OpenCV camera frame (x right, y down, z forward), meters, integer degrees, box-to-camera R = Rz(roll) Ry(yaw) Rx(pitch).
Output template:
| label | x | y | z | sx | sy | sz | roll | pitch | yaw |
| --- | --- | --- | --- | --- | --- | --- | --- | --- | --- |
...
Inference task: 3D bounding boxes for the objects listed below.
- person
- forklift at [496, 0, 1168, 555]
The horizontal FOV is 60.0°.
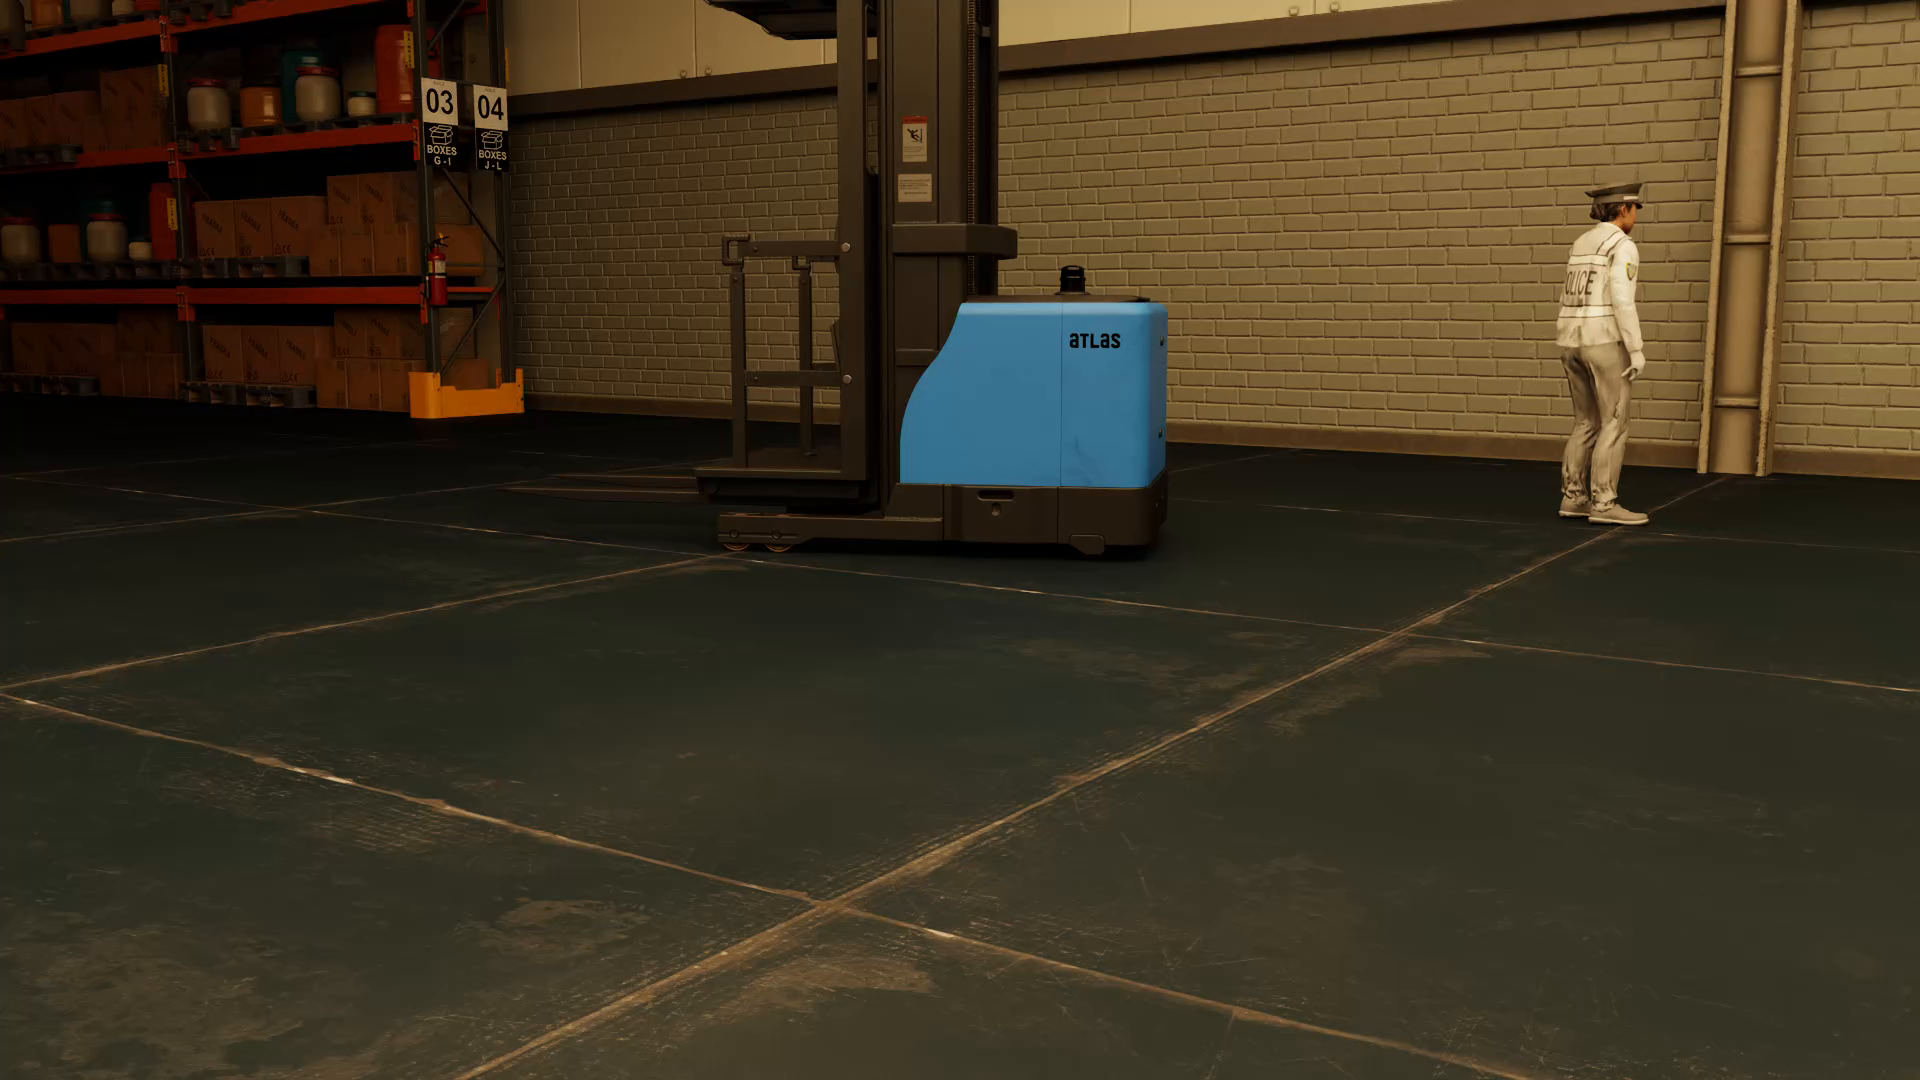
| label | x | y | z | sx | sy | sz | roll | pitch | yaw |
| --- | --- | --- | --- | --- | --- | --- | --- | --- | --- |
| person | 3.157 | -0.925 | 8.201 | 0.373 | 1.665 | 0.543 | -2 | 8 | -13 |
| forklift | -0.596 | -1.469 | 7.520 | 3.031 | 2.935 | 1.130 | 2 | 8 | 12 |
